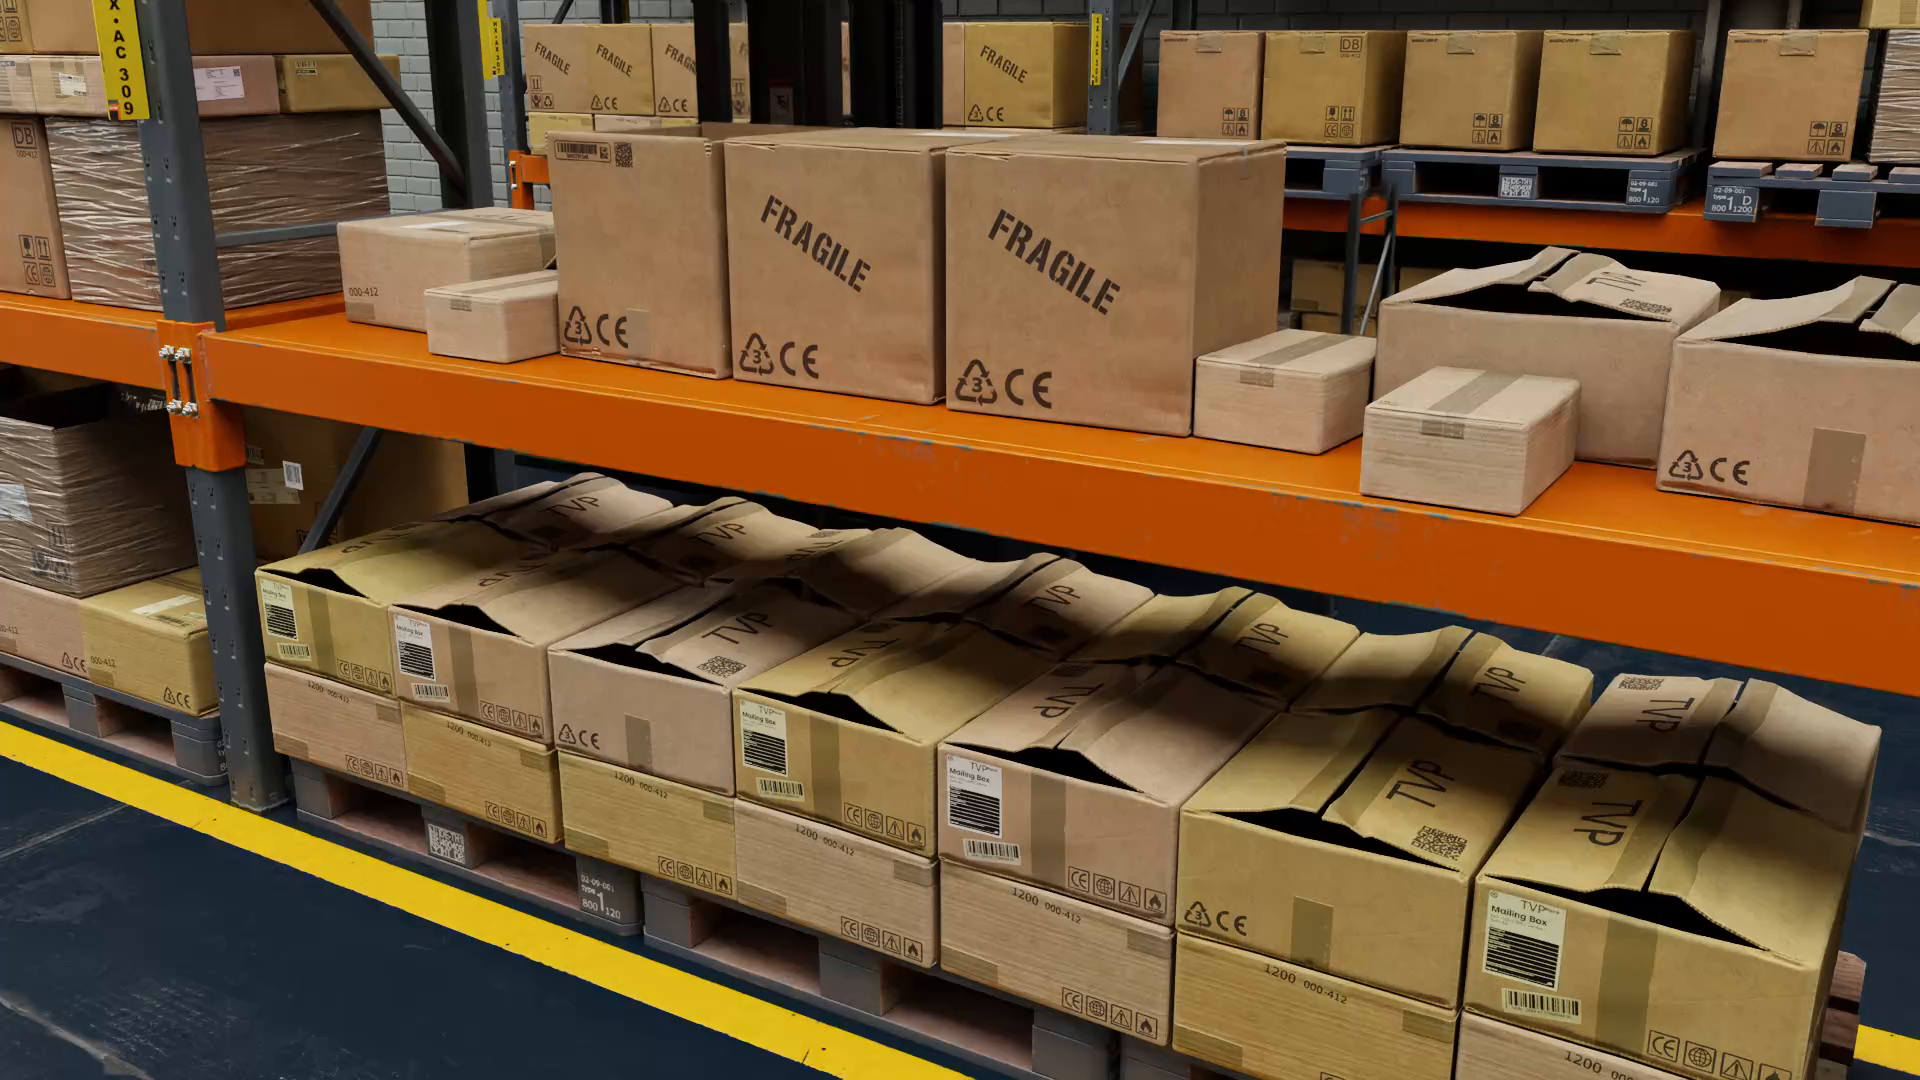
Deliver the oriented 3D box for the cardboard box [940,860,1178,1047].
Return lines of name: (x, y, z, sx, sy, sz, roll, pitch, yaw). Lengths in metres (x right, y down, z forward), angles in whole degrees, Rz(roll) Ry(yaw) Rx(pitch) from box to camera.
cardboard box: (0.303, 0.720, 3.359, 0.500, 0.250, 0.500, 11, 20, 31)

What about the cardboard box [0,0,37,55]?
cardboard box: (-2.474, -1.640, 4.716, 0.500, 0.500, 0.700, 10, 20, 30)

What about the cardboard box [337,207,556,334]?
cardboard box: (-1.219, -0.693, 4.260, 0.500, 0.250, 0.500, 12, 20, 33)

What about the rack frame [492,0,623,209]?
rack frame: (-2.480, -2.665, 10.493, 0.127, 3.000, 1.000, 10, 20, 30)

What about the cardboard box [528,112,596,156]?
cardboard box: (-2.231, -2.450, 10.009, 0.500, 0.250, 0.500, 9, 19, 28)

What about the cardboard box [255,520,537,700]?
cardboard box: (-1.439, 0.142, 4.297, 0.500, 0.311, 0.500, 10, 20, 30)

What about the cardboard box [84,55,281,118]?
cardboard box: (-2.005, -1.176, 4.302, 0.250, 0.149, 0.380, 10, 20, 30)

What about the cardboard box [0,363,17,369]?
cardboard box: (-3.452, -0.316, 5.479, 0.500, 0.500, 0.500, 10, 20, 30)

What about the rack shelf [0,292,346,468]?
rack shelf: (-3.366, -0.789, 5.556, 4.000, 0.370, 1.077, 10, 20, 30)

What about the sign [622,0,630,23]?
sign: (-2.173, -3.505, 10.722, 0.005, 0.325, 0.100, 10, 20, 30)

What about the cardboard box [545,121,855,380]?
cardboard box: (-0.566, -0.676, 3.773, 0.500, 0.500, 0.500, 12, 21, 34)

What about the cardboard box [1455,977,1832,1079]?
cardboard box: (1.171, 0.874, 2.850, 0.500, 0.250, 0.500, 11, 20, 31)

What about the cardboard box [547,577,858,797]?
cardboard box: (-0.574, 0.298, 3.784, 0.500, 0.311, 0.500, 9, 19, 28)

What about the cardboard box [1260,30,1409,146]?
cardboard box: (1.816, -2.142, 7.844, 0.500, 0.500, 0.700, 13, 21, 36)

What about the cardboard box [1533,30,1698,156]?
cardboard box: (2.857, -1.959, 7.242, 0.500, 0.500, 0.700, 10, 20, 30)

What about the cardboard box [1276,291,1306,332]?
cardboard box: (1.564, -0.963, 8.435, 0.500, 0.500, 0.700, 11, 20, 32)

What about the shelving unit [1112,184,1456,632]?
shelving unit: (1.154, -0.533, 6.056, 1.048, 1.500, 0.538, 9, 19, 28)

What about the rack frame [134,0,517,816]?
rack frame: (-1.661, -0.829, 4.450, 0.127, 3.000, 1.000, 10, 20, 30)

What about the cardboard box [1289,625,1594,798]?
cardboard box: (1.003, 0.396, 3.462, 0.500, 0.311, 0.500, 10, 19, 29)

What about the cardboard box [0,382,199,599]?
cardboard box: (-2.591, -0.168, 4.993, 0.500, 0.500, 0.500, 10, 20, 30)

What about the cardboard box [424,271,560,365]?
cardboard box: (-1.013, -0.523, 3.876, 0.250, 0.149, 0.380, 10, 20, 30)

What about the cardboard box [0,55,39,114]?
cardboard box: (-2.439, -1.253, 4.557, 0.250, 0.149, 0.380, 9, 19, 28)

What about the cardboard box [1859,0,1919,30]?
cardboard box: (3.745, -2.107, 6.612, 0.250, 0.149, 0.380, 7, 18, 21)

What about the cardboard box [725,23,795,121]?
cardboard box: (-0.932, -2.581, 9.151, 0.500, 0.500, 0.500, 11, 20, 32)

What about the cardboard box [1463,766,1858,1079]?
cardboard box: (1.172, 0.607, 2.765, 0.500, 0.311, 0.500, 11, 20, 31)

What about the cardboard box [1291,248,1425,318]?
cardboard box: (1.941, -1.256, 8.108, 0.500, 0.250, 0.500, 10, 19, 29)

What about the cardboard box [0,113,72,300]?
cardboard box: (-2.496, -1.021, 4.911, 0.500, 0.500, 0.700, 10, 20, 29)

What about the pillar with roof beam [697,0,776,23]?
pillar with roof beam: (-3.684, -4.577, 6.466, 0.400, 9.000, 9.100, 10, 20, 30)

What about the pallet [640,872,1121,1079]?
pallet: (0.031, 0.793, 3.908, 1.213, 0.211, 1.003, 10, 20, 30)

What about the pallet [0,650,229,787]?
pallet: (-2.317, 0.374, 5.287, 1.213, 0.211, 1.003, 10, 20, 30)

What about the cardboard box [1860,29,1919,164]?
cardboard box: (3.931, -1.775, 6.636, 0.500, 0.500, 0.700, 8, 18, 24)

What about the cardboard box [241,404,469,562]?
cardboard box: (-1.893, -0.221, 5.167, 0.500, 0.500, 0.500, 10, 20, 30)

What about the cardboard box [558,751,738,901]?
cardboard box: (-0.570, 0.565, 3.870, 0.500, 0.250, 0.500, 9, 19, 28)

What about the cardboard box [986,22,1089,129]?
cardboard box: (0.363, -2.348, 8.385, 0.500, 0.500, 0.500, 10, 20, 30)

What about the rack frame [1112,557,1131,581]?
rack frame: (0.711, -0.606, 6.296, 0.032, 1.500, 0.500, 9, 19, 28)

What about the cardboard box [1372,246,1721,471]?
cardboard box: (1.086, -0.362, 3.065, 0.500, 0.311, 0.500, 10, 19, 29)

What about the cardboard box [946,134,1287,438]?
cardboard box: (0.309, -0.520, 3.259, 0.500, 0.500, 0.500, 9, 19, 27)

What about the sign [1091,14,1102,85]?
sign: (0.651, -2.335, 7.918, 0.005, 0.325, 0.100, 10, 20, 30)

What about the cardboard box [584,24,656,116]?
cardboard box: (-1.815, -2.737, 9.664, 0.500, 0.500, 0.500, 10, 20, 30)

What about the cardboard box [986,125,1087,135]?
cardboard box: (0.366, -1.991, 8.499, 0.500, 0.250, 0.500, 10, 20, 30)

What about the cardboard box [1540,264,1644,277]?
cardboard box: (2.802, -1.097, 7.586, 0.500, 0.250, 0.500, 10, 20, 30)

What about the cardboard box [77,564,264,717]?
cardboard box: (-2.171, 0.269, 4.842, 0.500, 0.250, 0.500, 10, 20, 30)

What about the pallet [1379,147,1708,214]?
pallet: (2.628, -1.647, 7.473, 1.213, 0.211, 1.003, 10, 20, 30)

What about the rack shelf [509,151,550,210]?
rack shelf: (-0.776, -2.016, 9.596, 4.000, 0.370, 1.077, 10, 20, 30)

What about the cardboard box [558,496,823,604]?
cardboard box: (-0.720, 0.086, 4.482, 0.500, 0.311, 0.500, 11, 20, 32)

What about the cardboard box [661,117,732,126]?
cardboard box: (-1.350, -2.295, 9.501, 0.500, 0.250, 0.500, 10, 19, 29)

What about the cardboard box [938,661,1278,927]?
cardboard box: (0.297, 0.452, 3.275, 0.500, 0.311, 0.500, 10, 20, 30)

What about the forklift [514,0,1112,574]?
forklift: (-0.710, -1.474, 6.690, 3.031, 2.935, 1.130, 9, 19, 28)

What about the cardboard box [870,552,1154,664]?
cardboard box: (0.131, 0.239, 3.976, 0.500, 0.311, 0.500, 10, 19, 29)

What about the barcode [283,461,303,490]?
barcode: (-1.662, -0.161, 4.142, 0.075, 0.075, 0.001, 10, 20, 30)

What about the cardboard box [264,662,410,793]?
cardboard box: (-1.447, 0.408, 4.384, 0.500, 0.250, 0.500, 10, 19, 29)
